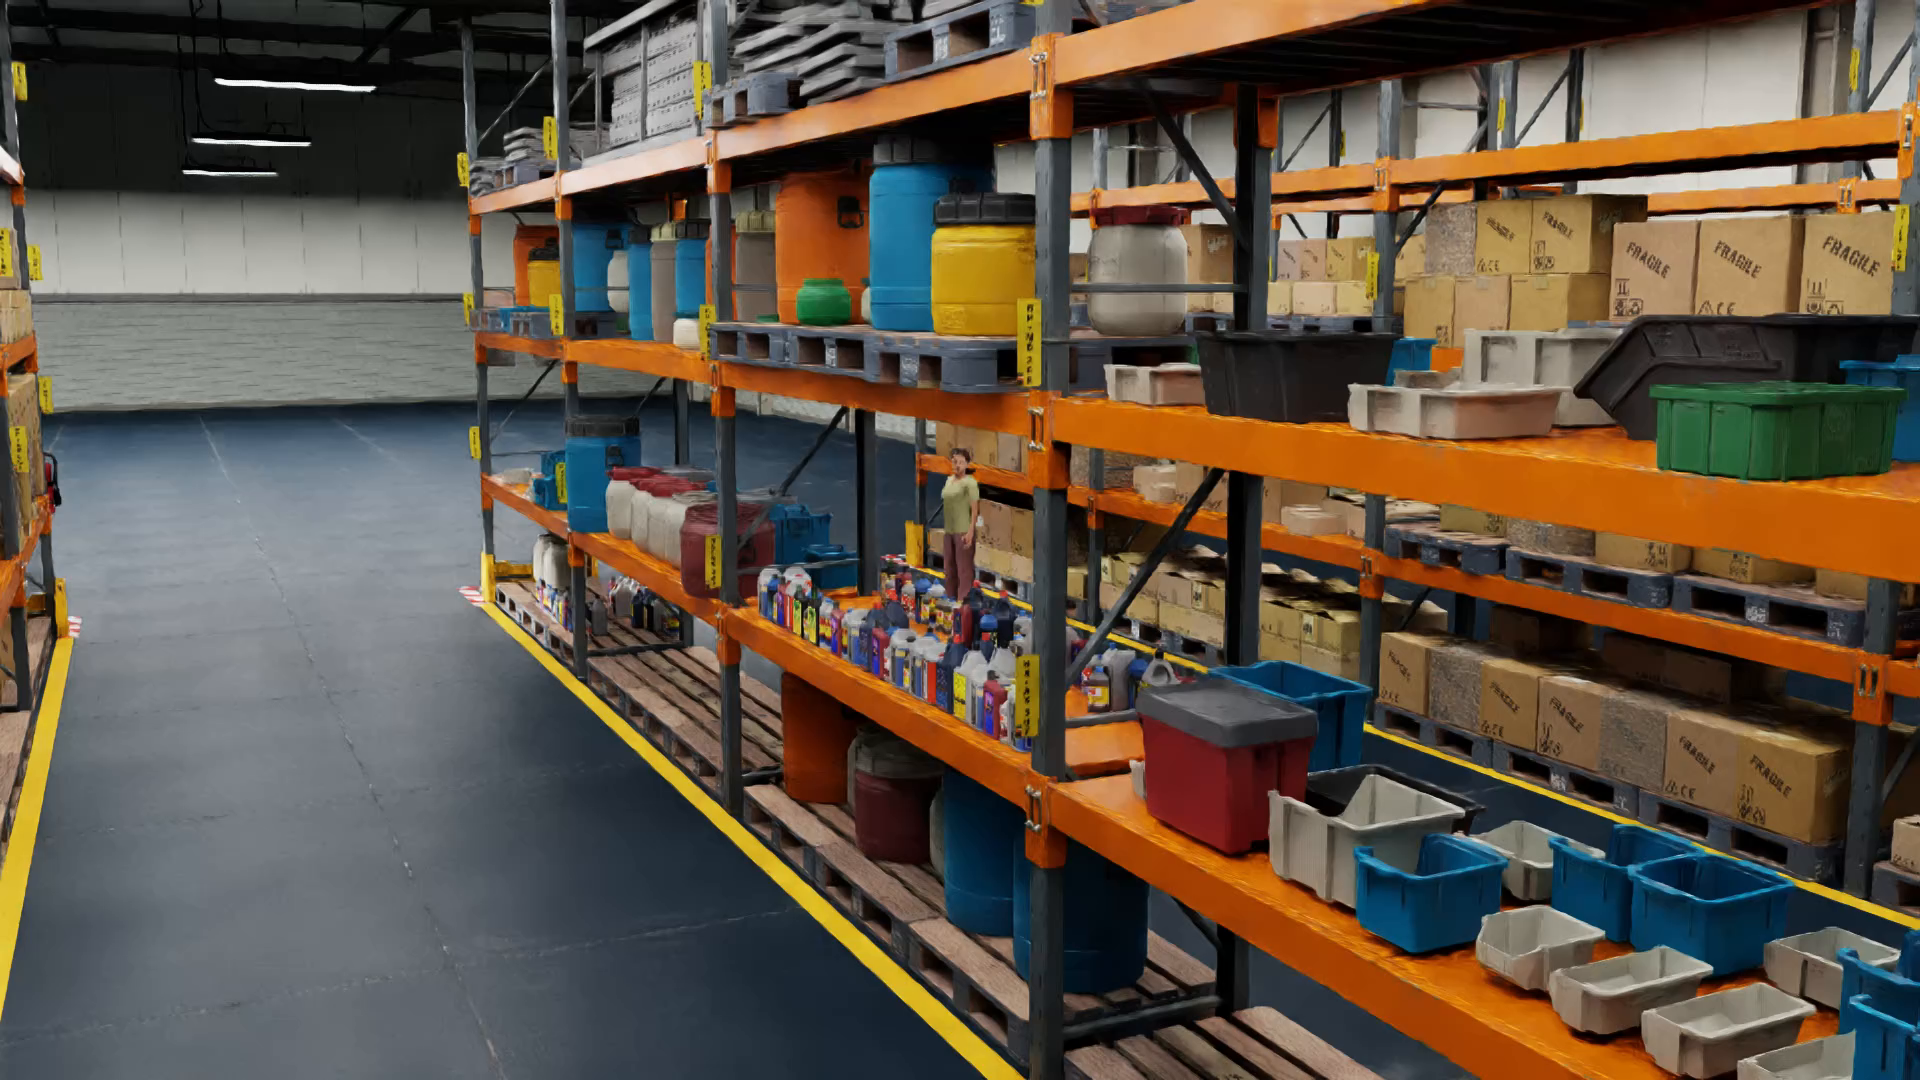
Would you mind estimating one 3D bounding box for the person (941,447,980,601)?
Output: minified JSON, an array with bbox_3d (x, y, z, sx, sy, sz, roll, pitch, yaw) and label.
[{"bbox_3d":[-0.026,-0.046,16.152,0.390,1.708,0.484,-7,11,-37],"label":"person"}]
